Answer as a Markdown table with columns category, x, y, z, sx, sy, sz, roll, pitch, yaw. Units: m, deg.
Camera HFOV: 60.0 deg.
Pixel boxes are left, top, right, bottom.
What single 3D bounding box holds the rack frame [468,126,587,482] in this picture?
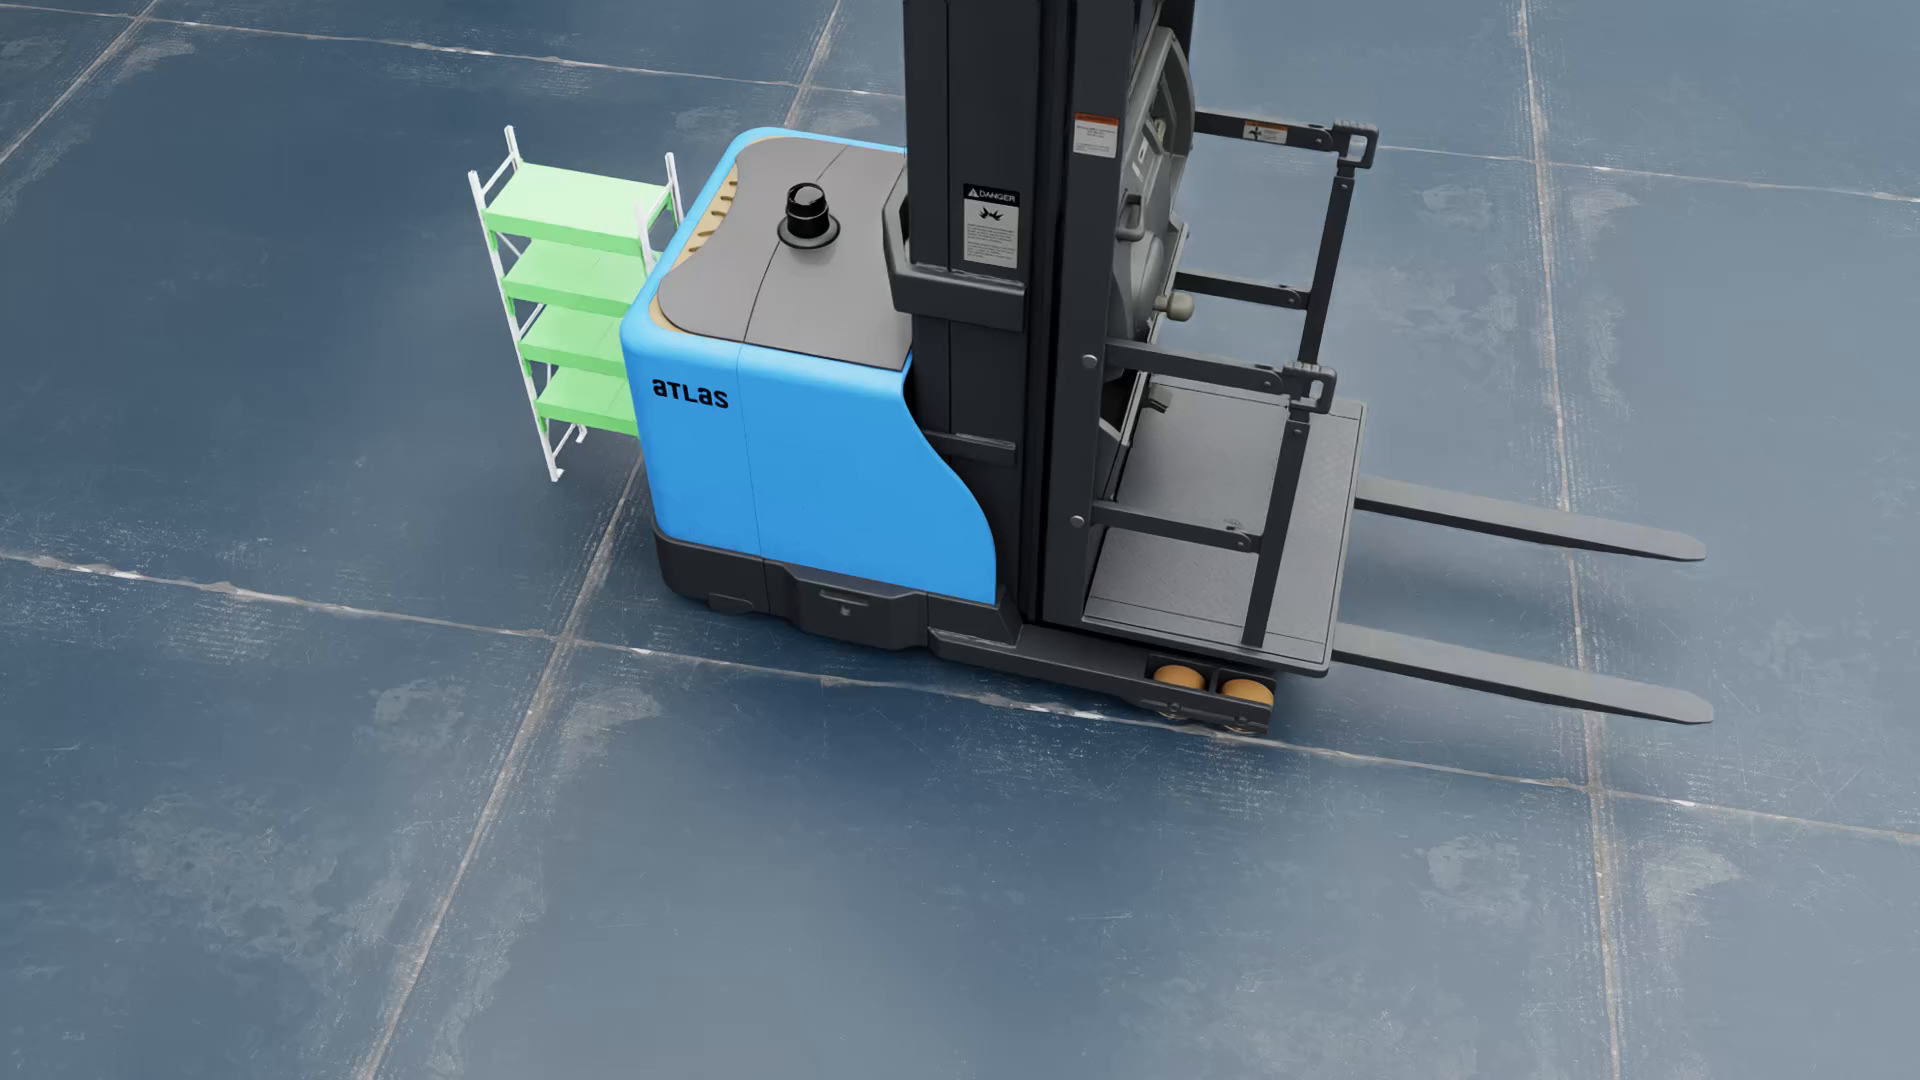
| category | x | y | z | sx | sy | sz | roll | pitch | yaw |
| --- | --- | --- | --- | --- | --- | --- | --- | --- | --- |
| rack frame | -1.296 | -0.678 | 5.053 | 0.015 | 1.200 | 0.240 | 12 | 49 | 11 |

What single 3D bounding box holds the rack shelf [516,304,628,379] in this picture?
| category | x | y | z | sx | sy | sz | roll | pitch | yaw |
| --- | --- | --- | --- | --- | --- | --- | --- | --- | --- |
| rack shelf | -1.061 | -0.587 | 5.053 | 0.480 | 0.148 | 0.258 | 12 | 49 | 11 |

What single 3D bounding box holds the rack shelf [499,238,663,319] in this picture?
| category | x | y | z | sx | sy | sz | roll | pitch | yaw |
| --- | --- | --- | --- | --- | --- | --- | --- | --- | --- |
| rack shelf | -1.063 | -0.748 | 4.875 | 0.480 | 0.148 | 0.258 | 12 | 49 | 11 |

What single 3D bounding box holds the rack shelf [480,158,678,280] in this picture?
| category | x | y | z | sx | sy | sz | roll | pitch | yaw |
| --- | --- | --- | --- | --- | --- | --- | --- | --- | --- |
| rack shelf | -1.065 | -0.909 | 4.697 | 0.480 | 0.148 | 0.258 | 12 | 49 | 11 |

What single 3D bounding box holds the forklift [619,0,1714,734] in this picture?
| category | x | y | z | sx | sy | sz | roll | pitch | yaw |
| --- | --- | --- | --- | --- | --- | --- | --- | --- | --- |
| forklift | 0.667 | -0.869 | 4.060 | 3.031 | 2.935 | 1.130 | 11 | 49 | 10 |

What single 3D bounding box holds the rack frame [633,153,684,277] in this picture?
| category | x | y | z | sx | sy | sz | roll | pitch | yaw |
| --- | --- | --- | --- | --- | --- | --- | --- | --- | --- |
| rack frame | -0.827 | -0.581 | 4.959 | 0.015 | 1.200 | 0.240 | 12 | 49 | 11 |

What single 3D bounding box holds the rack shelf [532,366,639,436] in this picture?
| category | x | y | z | sx | sy | sz | roll | pitch | yaw |
| --- | --- | --- | --- | --- | --- | --- | --- | --- | --- |
| rack shelf | -1.058 | -0.426 | 5.231 | 0.480 | 0.148 | 0.258 | 12 | 49 | 11 |

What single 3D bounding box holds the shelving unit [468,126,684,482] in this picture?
| category | x | y | z | sx | sy | sz | roll | pitch | yaw |
| --- | --- | --- | --- | --- | --- | --- | --- | --- | --- |
| shelving unit | -1.061 | -0.630 | 5.006 | 0.503 | 1.200 | 0.258 | 12 | 49 | 11 |
